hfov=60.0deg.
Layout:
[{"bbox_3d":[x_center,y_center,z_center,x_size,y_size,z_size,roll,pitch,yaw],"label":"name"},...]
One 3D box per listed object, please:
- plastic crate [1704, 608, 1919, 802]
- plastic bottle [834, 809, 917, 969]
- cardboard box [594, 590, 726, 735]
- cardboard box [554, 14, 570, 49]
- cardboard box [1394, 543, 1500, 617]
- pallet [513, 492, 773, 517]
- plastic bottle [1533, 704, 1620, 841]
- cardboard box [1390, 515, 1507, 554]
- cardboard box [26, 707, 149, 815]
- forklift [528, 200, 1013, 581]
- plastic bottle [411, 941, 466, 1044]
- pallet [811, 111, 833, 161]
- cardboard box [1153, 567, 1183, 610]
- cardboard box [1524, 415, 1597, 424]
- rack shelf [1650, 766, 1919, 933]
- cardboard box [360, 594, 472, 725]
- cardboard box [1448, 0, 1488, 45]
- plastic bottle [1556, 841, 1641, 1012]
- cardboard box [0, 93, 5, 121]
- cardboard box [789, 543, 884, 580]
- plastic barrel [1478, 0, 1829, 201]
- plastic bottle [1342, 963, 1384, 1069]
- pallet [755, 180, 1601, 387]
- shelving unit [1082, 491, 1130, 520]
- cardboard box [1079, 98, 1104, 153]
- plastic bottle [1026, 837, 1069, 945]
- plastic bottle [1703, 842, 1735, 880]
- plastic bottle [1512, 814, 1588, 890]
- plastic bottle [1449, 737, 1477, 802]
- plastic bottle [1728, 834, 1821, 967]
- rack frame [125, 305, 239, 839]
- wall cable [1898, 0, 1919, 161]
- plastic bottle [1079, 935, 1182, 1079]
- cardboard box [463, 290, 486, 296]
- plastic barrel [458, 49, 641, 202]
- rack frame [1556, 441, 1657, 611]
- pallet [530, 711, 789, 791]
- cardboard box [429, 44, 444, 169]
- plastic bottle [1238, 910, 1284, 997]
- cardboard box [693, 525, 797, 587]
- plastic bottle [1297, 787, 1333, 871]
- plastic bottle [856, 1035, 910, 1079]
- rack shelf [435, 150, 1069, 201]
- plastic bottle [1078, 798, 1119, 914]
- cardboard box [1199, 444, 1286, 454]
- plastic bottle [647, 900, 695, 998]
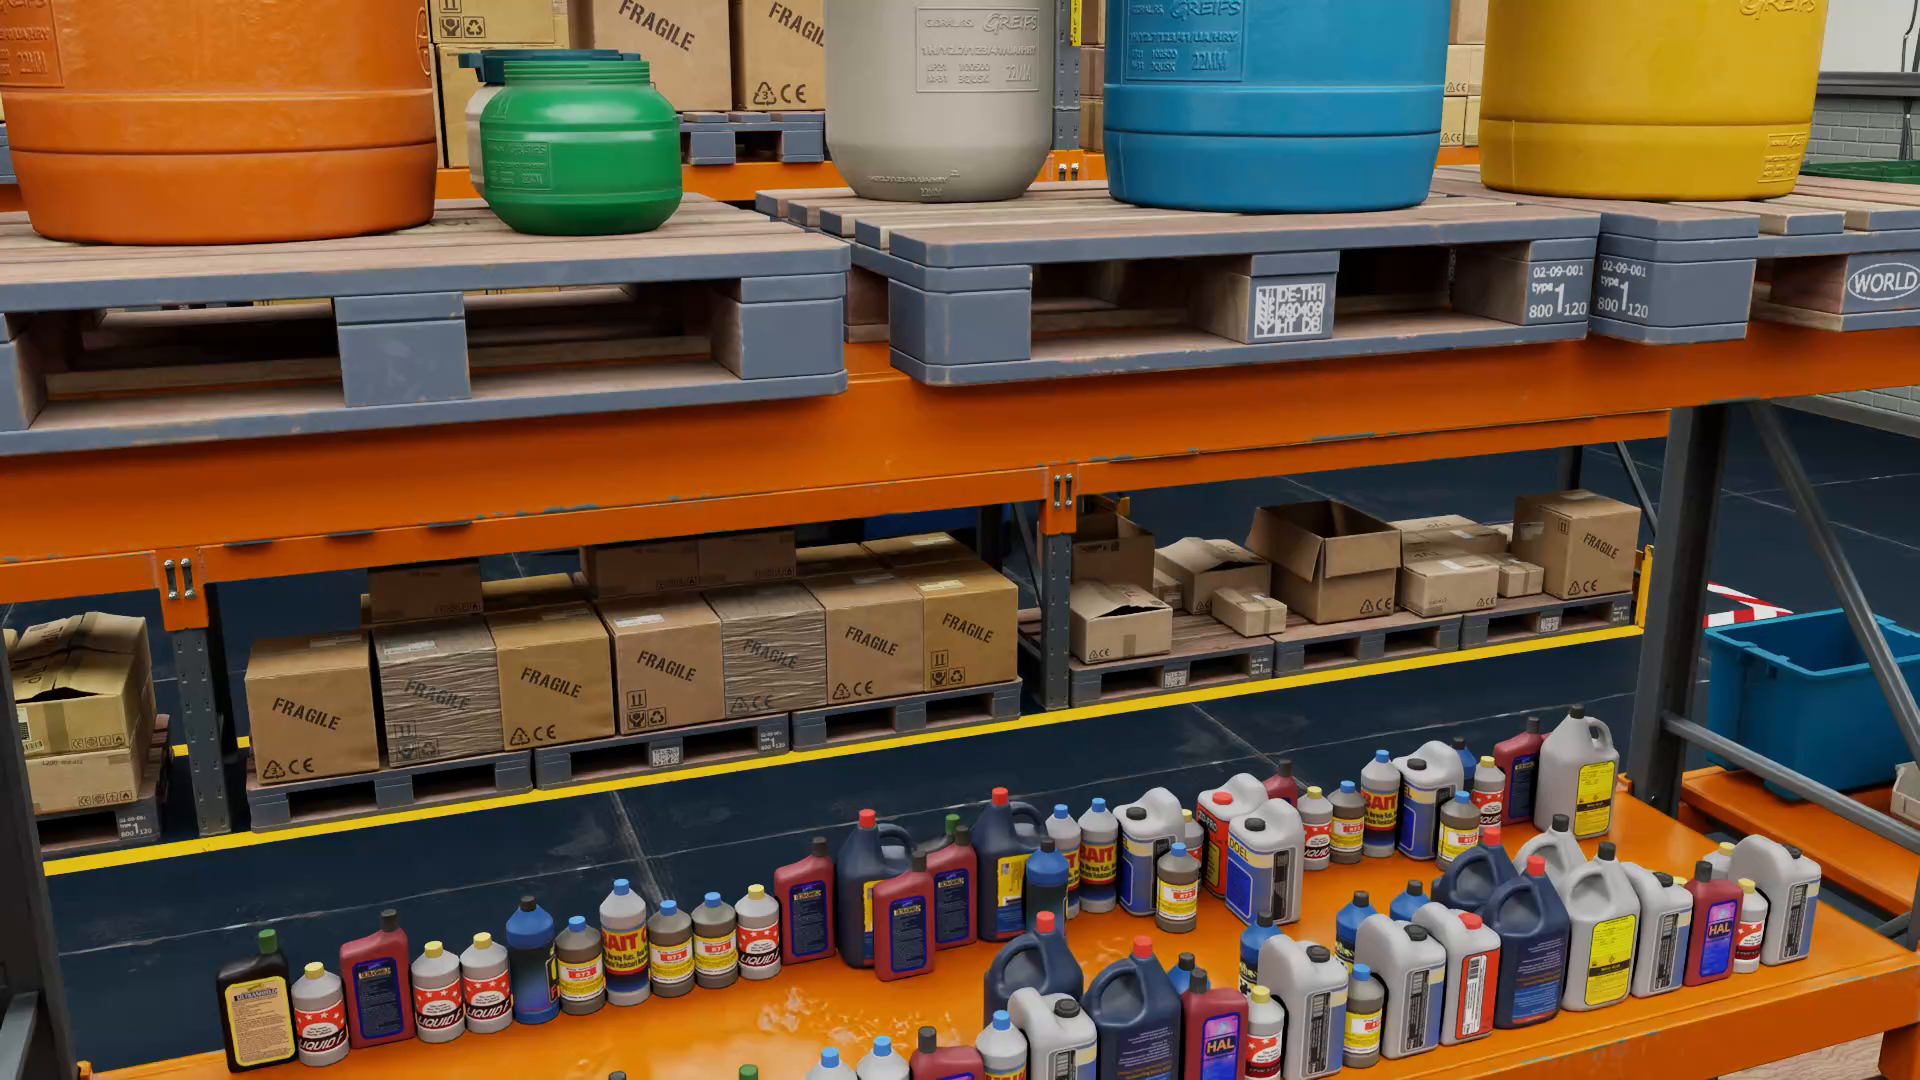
[{"bbox_3d":[2.409,0.458,4.636,0.575,0.384,0.392,-6,17,-20],"label":"plastic crate"},{"bbox_3d":[-0.184,0.770,3.741,0.185,0.351,0.144,-6,17,-20],"label":"plastic bottle"},{"bbox_3d":[-1.439,0.576,7.969,0.500,0.500,0.500,-7,18,-22],"label":"cardboard box"},{"bbox_3d":[-2.807,-3.556,12.101,0.500,0.500,0.700,-7,18,-21],"label":"cardboard box"},{"bbox_3d":[2.744,0.225,9.607,0.500,0.250,0.500,-6,17,-20],"label":"cardboard box"},{"bbox_3d":[-1.595,-0.389,7.941,1.213,0.211,1.003,-6,17,-20],"label":"pallet"},{"bbox_3d":[1.613,0.594,4.339,0.185,0.351,0.144,-6,17,-20],"label":"plastic bottle"},{"bbox_3d":[2.985,0.048,10.210,0.500,0.250,0.500,-6,17,-20],"label":"cardboard box"},{"bbox_3d":[-3.813,0.951,7.171,0.500,0.250,0.500,-6,17,-19],"label":"cardboard box"},{"bbox_3d":[-1.219,-1.199,10.479,3.031,2.935,1.130,-7,18,-22],"label":"forklift"},{"bbox_3d":[-1.085,0.932,3.454,0.097,0.201,0.097,0,16,0],"label":"plastic bottle"},{"bbox_3d":[-0.308,-1.989,8.058,1.003,0.211,1.213,-6,17,-20],"label":"pallet"},{"bbox_3d":[1.086,0.284,9.587,0.250,0.149,0.380,-6,17,-20],"label":"cardboard box"},{"bbox_3d":[3.257,-0.969,9.396,0.500,0.500,0.500,-6,17,-20],"label":"cardboard box"},{"bbox_3d":[3.963,0.760,4.964,4.000,0.370,1.077,-6,17,-20],"label":"rack shelf"},{"bbox_3d":[-2.620,0.548,8.064,0.500,0.500,0.500,-5,17,-18],"label":"cardboard box"},{"bbox_3d":[2.662,-2.895,8.857,0.500,0.500,0.700,-6,17,-20],"label":"cardboard box"},{"bbox_3d":[1.354,0.819,3.574,0.185,0.351,0.144,-6,17,-20],"label":"plastic bottle"},{"bbox_3d":[-3.812,-1.792,6.575,0.500,0.250,0.500,-8,18,-24],"label":"cardboard box"},{"bbox_3d":[-0.707,0.342,8.765,0.500,0.500,0.500,-6,17,-19],"label":"cardboard box"},{"bbox_3d":[1.316,-0.969,3.173,0.600,0.588,0.600,0,16,0],"label":"plastic barrel"},{"bbox_3d":[0.807,0.956,3.370,0.097,0.201,0.097,0,16,0],"label":"plastic bottle"},{"bbox_3d":[0.340,-0.513,3.031,1.213,0.211,1.003,-6,17,-20],"label":"pallet"},{"bbox_3d":[0.594,-0.796,11.648,1.083,1.500,0.587,-7,18,-22],"label":"shelving unit"},{"bbox_3d":[0.869,-2.039,8.159,0.500,0.250,0.500,-6,17,-20],"label":"cardboard box"},{"bbox_3d":[0.197,0.803,3.768,0.097,0.271,0.097,0,16,0],"label":"plastic bottle"},{"bbox_3d":[1.781,0.805,3.885,0.097,0.201,0.097,0,16,0],"label":"plastic bottle"},{"bbox_3d":[1.302,0.781,3.703,0.185,0.351,0.144,-6,17,-20],"label":"plastic bottle"},{"bbox_3d":[1.284,0.642,4.315,0.097,0.271,0.097,0,16,0],"label":"plastic bottle"},{"bbox_3d":[1.843,0.801,3.769,0.135,0.276,0.152,-6,17,-20],"label":"plastic bottle"},{"bbox_3d":[-3.409,-0.284,7.242,0.127,3.000,1.000,-6,17,-20],"label":"rack frame"},{"bbox_3d":[7.695,-4.258,15.640,0.112,2.526,3.097,-6,17,-20],"label":"wall cable"},{"bbox_3d":[0.325,0.930,3.196,0.185,0.351,0.144,-6,17,-20],"label":"plastic bottle"},{"bbox_3d":[-3.684,-1.869,11.899,0.500,0.500,0.500,-6,17,-20],"label":"cardboard box"},{"bbox_3d":[-0.691,-0.702,2.840,0.301,0.262,0.301,0,16,0],"label":"plastic barrel"},{"bbox_3d":[4.061,-1.091,9.989,0.127,3.000,1.000,-6,17,-20],"label":"rack frame"},{"bbox_3d":[-1.561,0.867,8.273,1.213,0.211,1.003,-6,17,-20],"label":"pallet"},{"bbox_3d":[-2.537,-1.876,7.160,0.500,0.500,0.910,-6,17,-20],"label":"cardboard box"},{"bbox_3d":[0.627,0.896,3.450,0.097,0.271,0.097,0,16,0],"label":"plastic bottle"},{"bbox_3d":[-1.146,0.027,8.509,0.500,0.250,0.500,-6,17,-20],"label":"cardboard box"},{"bbox_3d":[0.885,0.719,4.179,0.097,0.201,0.097,0,16,0],"label":"plastic bottle"},{"bbox_3d":[-0.139,1.025,3.012,0.097,0.271,0.097,0,16,0],"label":"plastic bottle"},{"bbox_3d":[-1.541,-1.580,7.607,4.000,0.370,1.077,-6,17,-20],"label":"rack shelf"},{"bbox_3d":[0.327,0.746,3.964,0.097,0.271,0.097,0,16,0],"label":"plastic bottle"},{"bbox_3d":[1.377,-0.768,8.711,0.500,0.500,0.500,-6,17,-19],"label":"cardboard box"},{"bbox_3d":[-0.631,0.883,3.621,0.097,0.201,0.097,0,16,0],"label":"plastic bottle"}]
